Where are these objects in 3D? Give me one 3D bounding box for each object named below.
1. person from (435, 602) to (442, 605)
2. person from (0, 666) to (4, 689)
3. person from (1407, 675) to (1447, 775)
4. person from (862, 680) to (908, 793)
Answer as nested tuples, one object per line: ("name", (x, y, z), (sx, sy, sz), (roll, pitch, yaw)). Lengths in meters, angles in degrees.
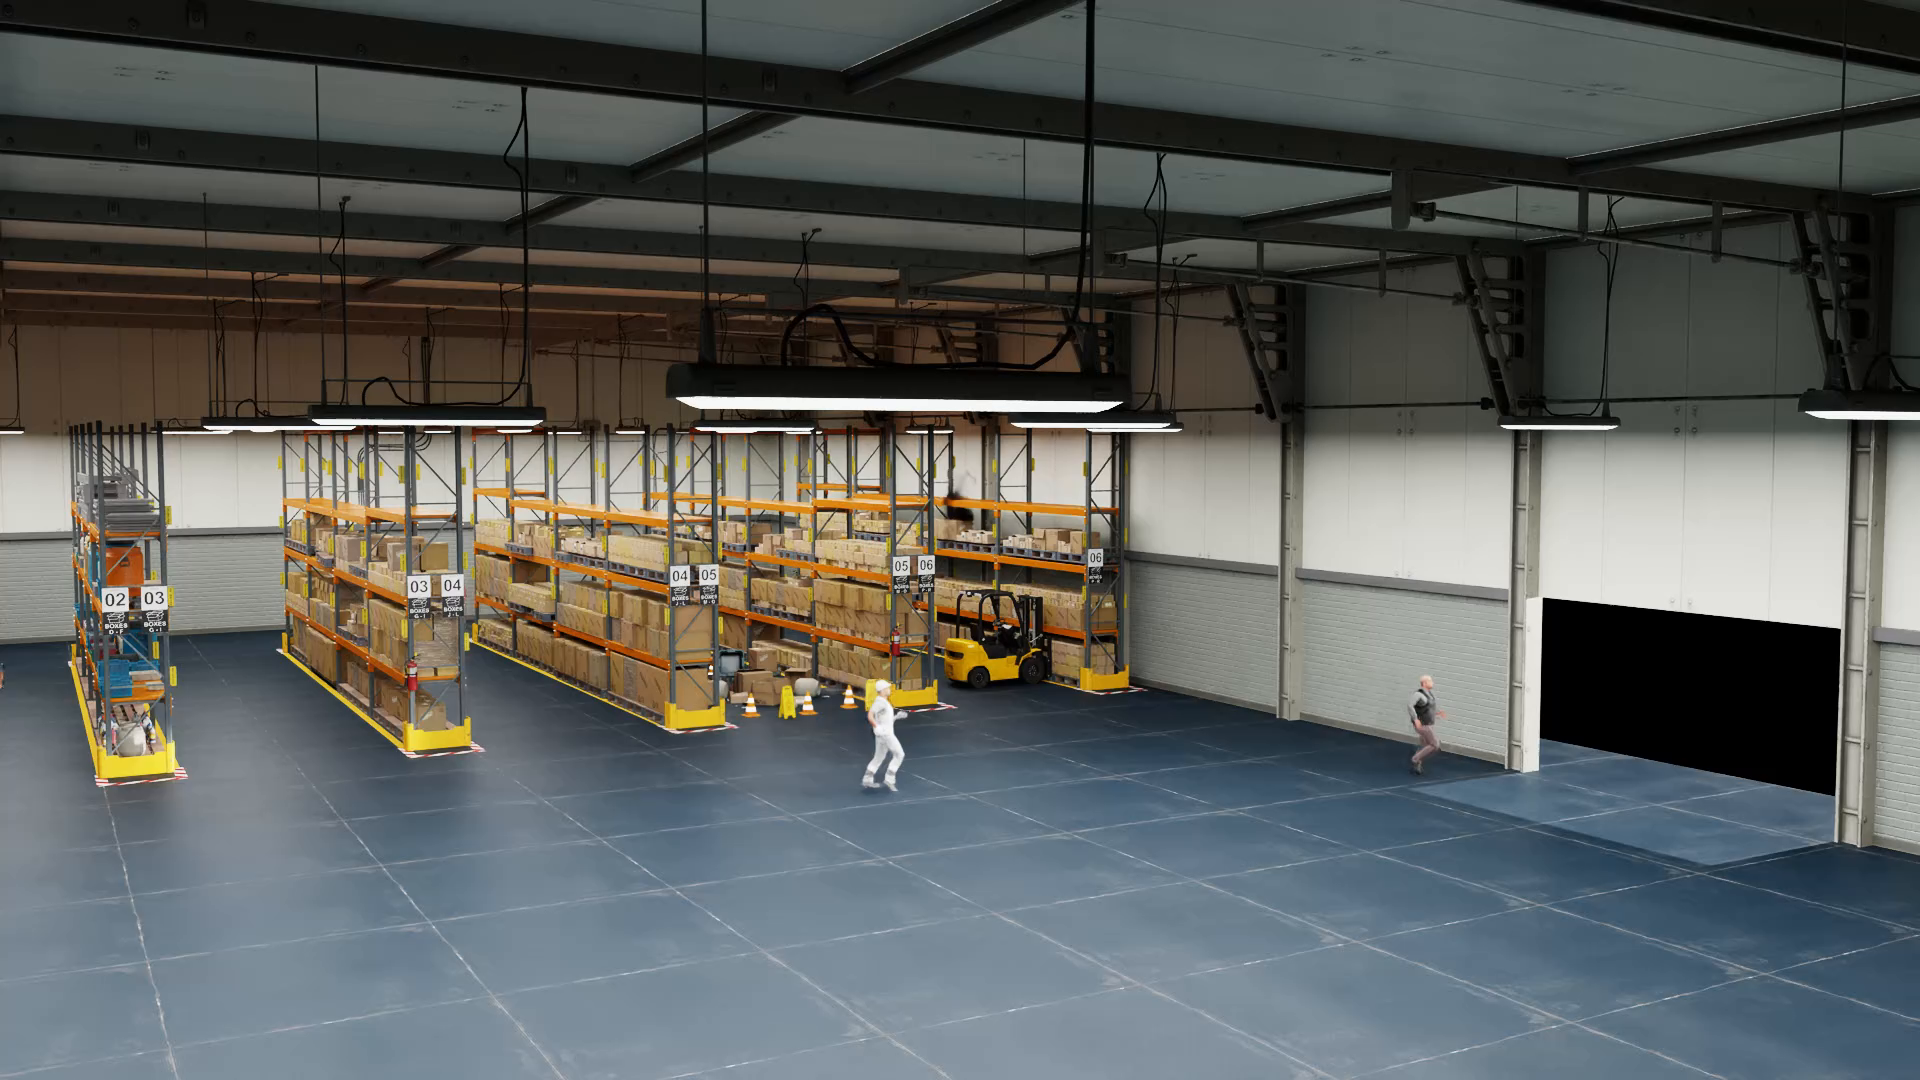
("person", (-14.596, 2.073, 45.781), (0.748, 1.666, 0.543), (0, 4, -2))
("person", (-18.673, 2.939, 31.955), (0.607, 1.640, 0.797), (-3, 5, -39))
("person", (7.906, 3.133, 28.137), (0.601, 1.688, 0.667), (2, 4, 28))
("person", (-1.207, 3.171, 26.834), (0.747, 1.828, 0.642), (-1, 4, -9))
